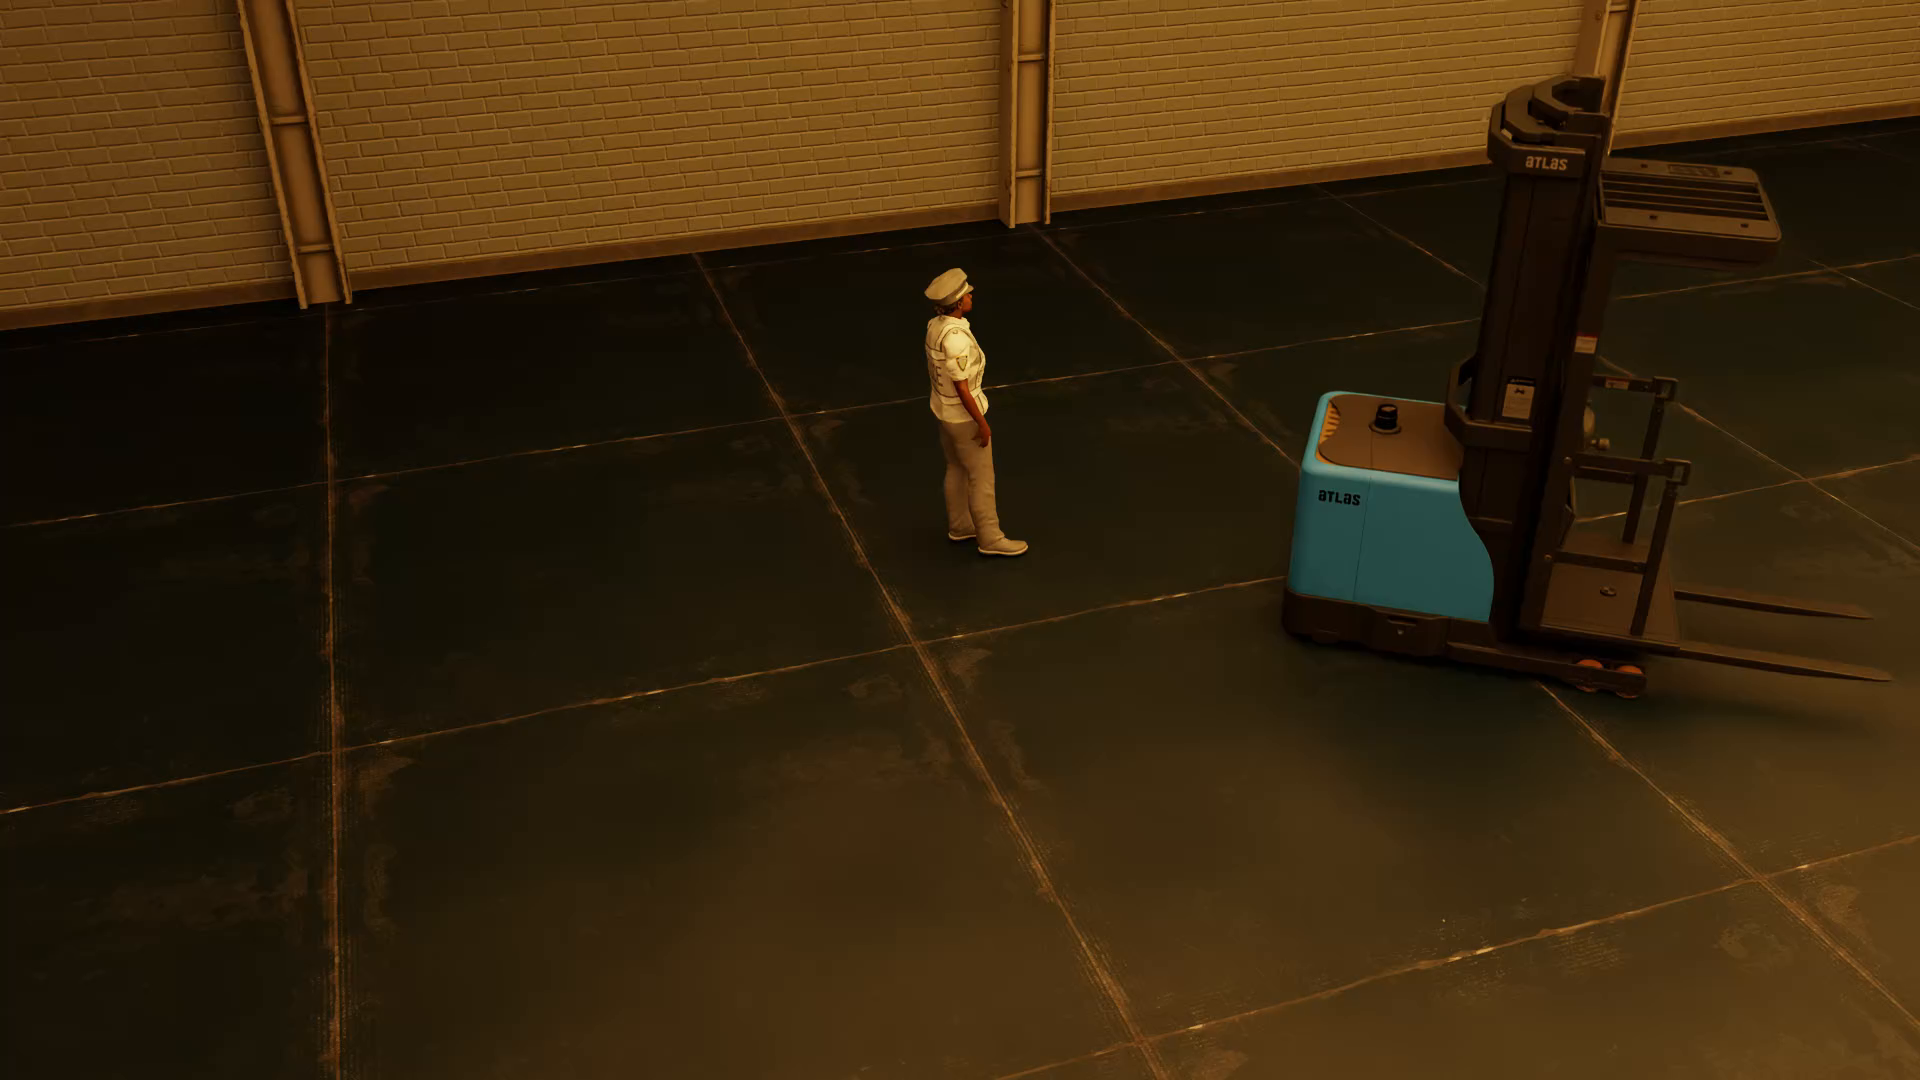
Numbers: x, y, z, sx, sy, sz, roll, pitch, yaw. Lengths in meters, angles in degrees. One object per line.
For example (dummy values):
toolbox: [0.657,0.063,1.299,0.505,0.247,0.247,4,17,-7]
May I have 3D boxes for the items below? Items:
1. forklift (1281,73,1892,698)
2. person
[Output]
forklift: [3.331,-0.749,8.389,3.031,2.935,1.130,9,31,15]
person: [0.079,-0.743,9.602,0.526,1.697,0.564,-10,31,-16]
